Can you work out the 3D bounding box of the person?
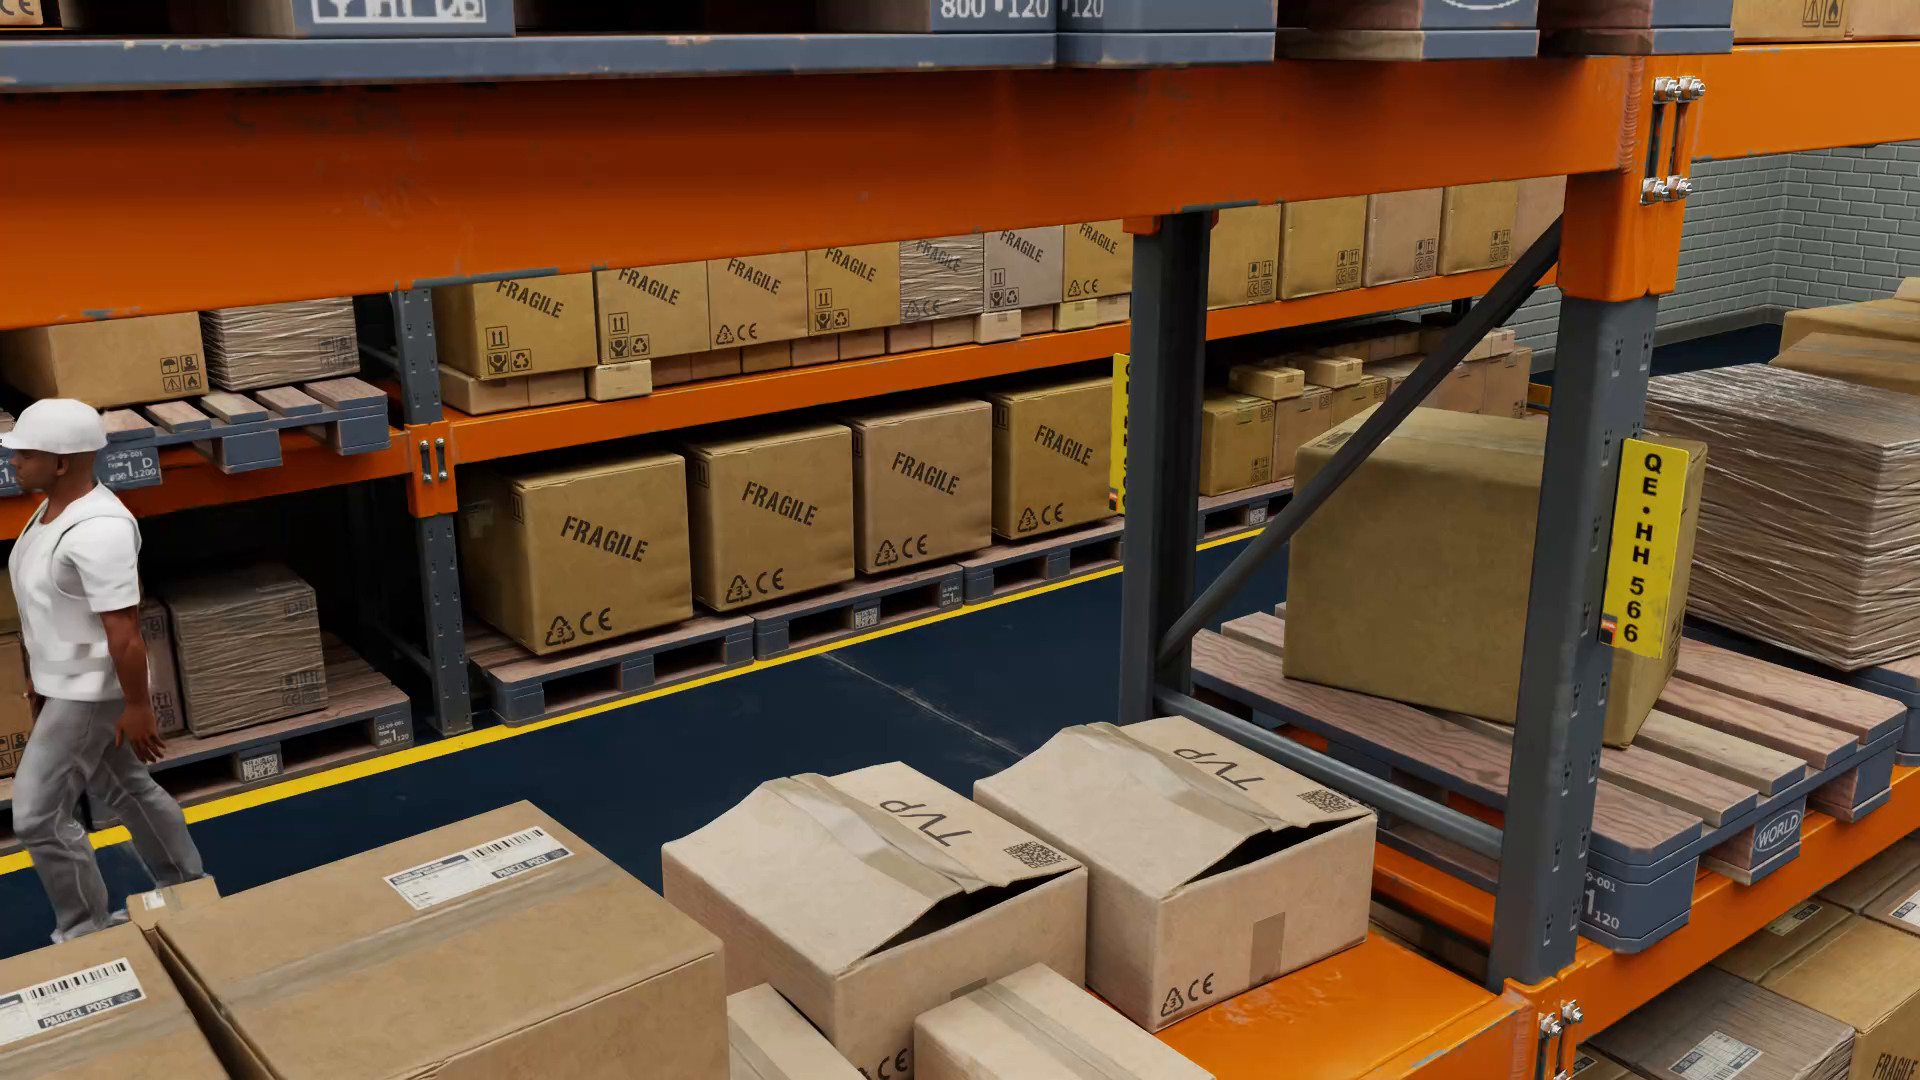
[{"bbox_3d":[-2.665,0.474,5.066,0.572,1.833,0.612,-11,21,-31],"label":"person"}]
